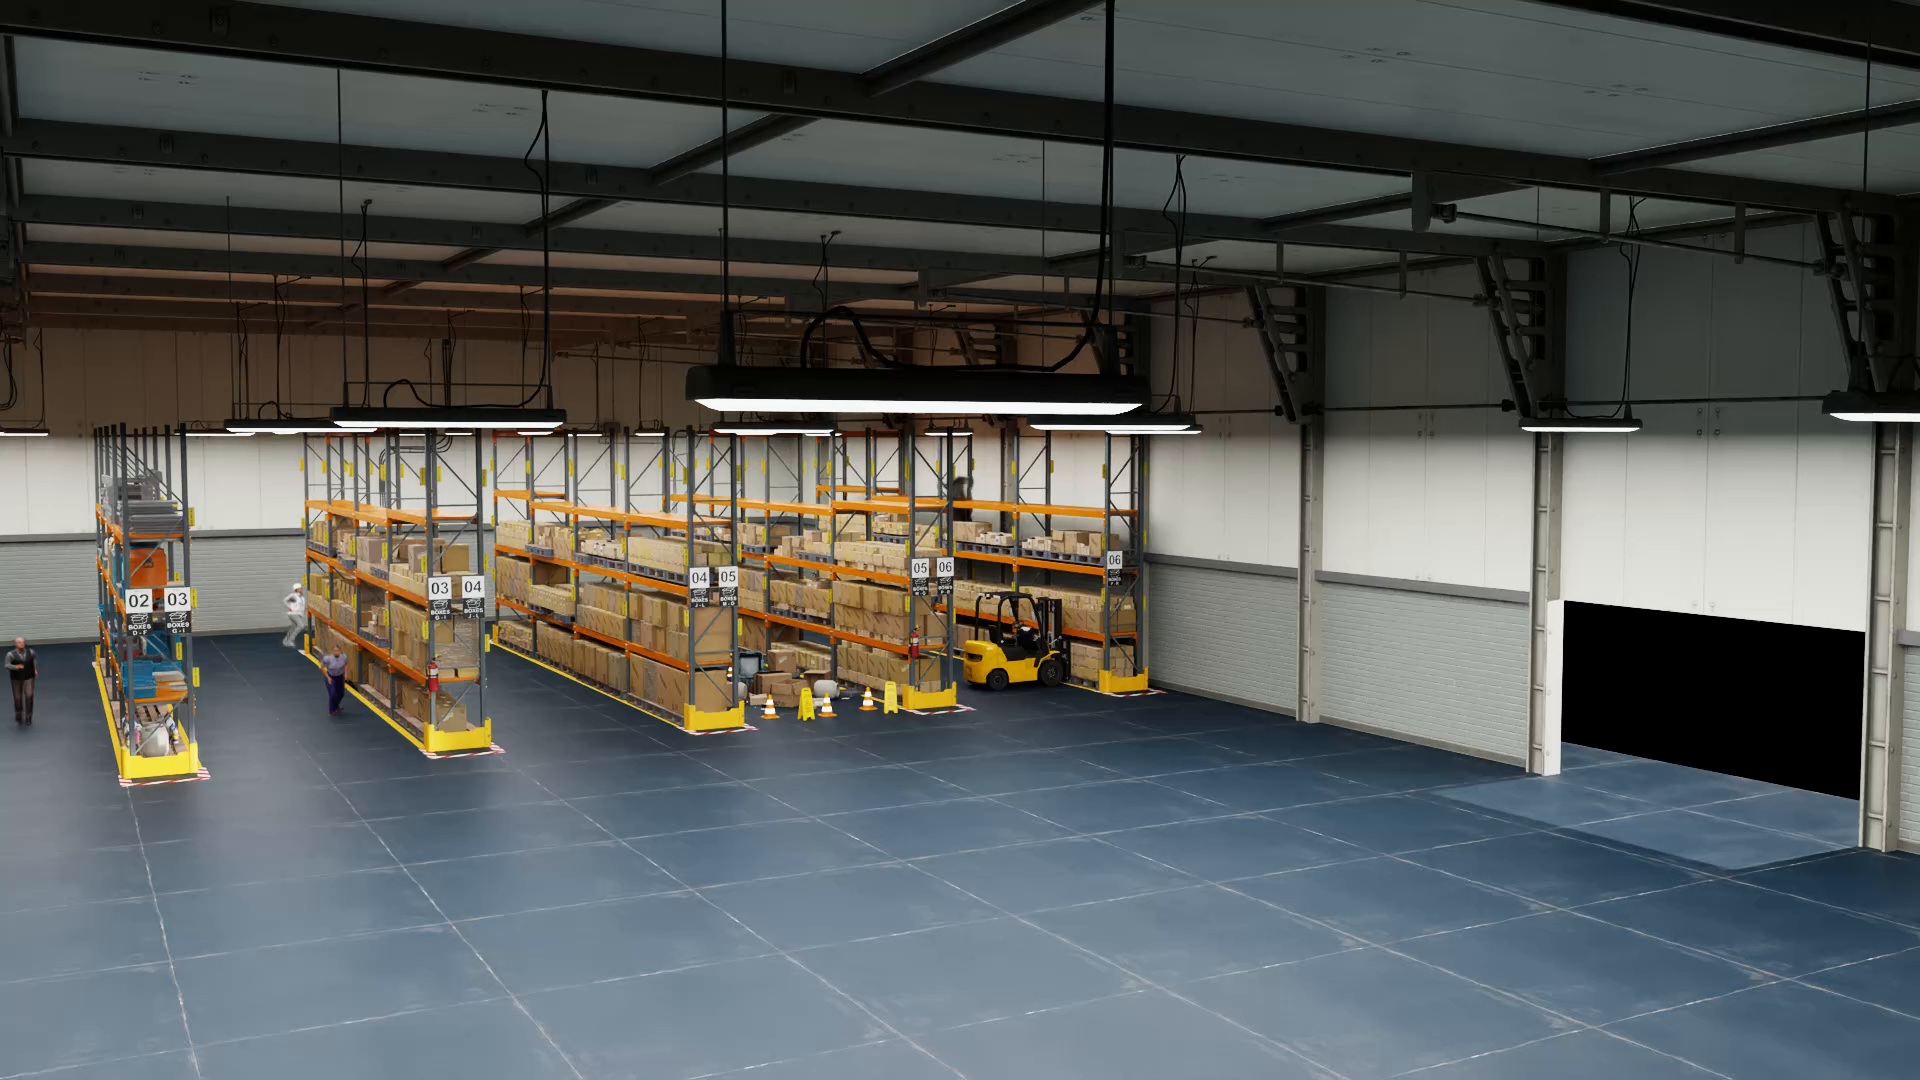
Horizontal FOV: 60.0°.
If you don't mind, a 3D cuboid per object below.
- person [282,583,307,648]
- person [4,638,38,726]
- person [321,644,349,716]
[{"bbox_3d":[-18.310,2.075,45.854,0.692,1.758,0.691,0,3,6],"label":"person"},{"bbox_3d":[-18.839,2.840,33.389,0.595,1.781,0.851,-2,4,-32],"label":"person"},{"bbox_3d":[-13.004,2.883,34.591,0.798,1.510,0.665,3,4,40],"label":"person"}]
